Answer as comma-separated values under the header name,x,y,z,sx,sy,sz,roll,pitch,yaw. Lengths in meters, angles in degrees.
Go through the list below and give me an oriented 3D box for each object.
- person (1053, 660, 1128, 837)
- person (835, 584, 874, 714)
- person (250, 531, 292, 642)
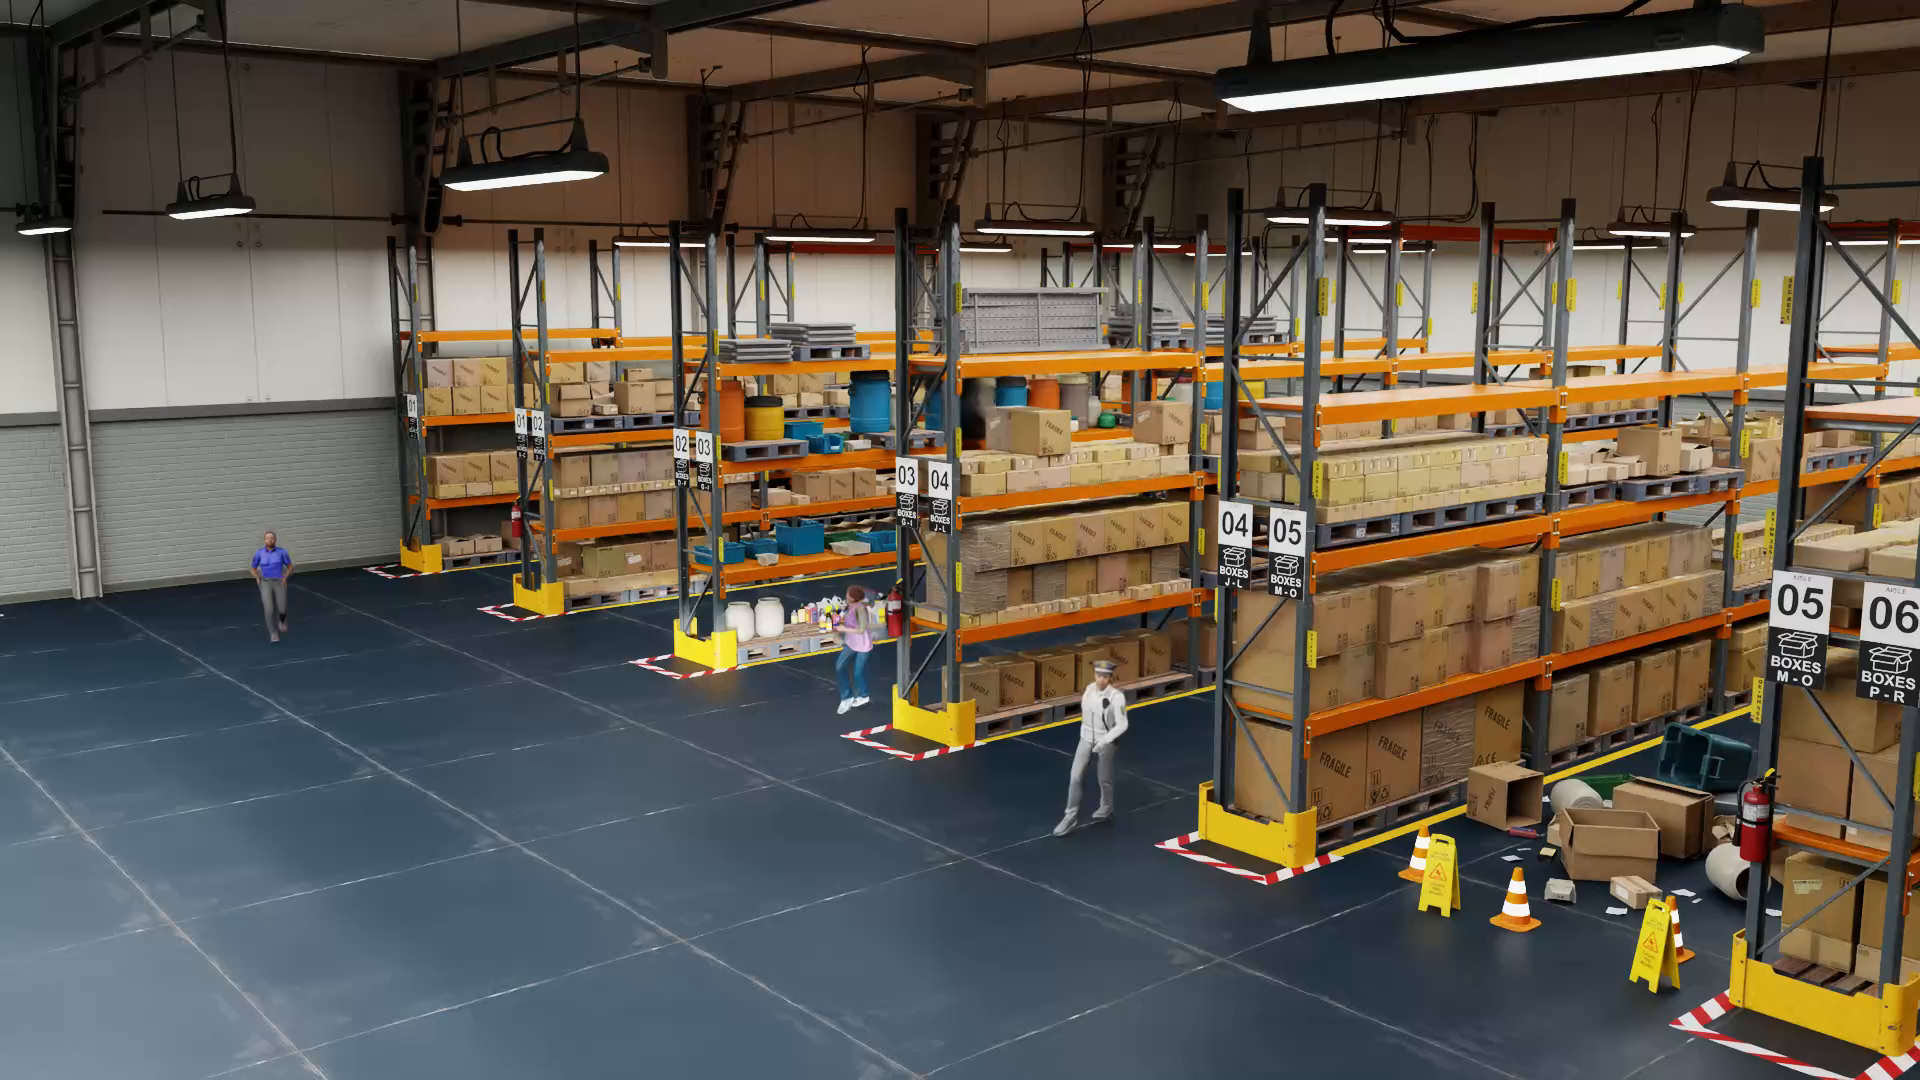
name,x,y,z,sx,sy,sz,roll,pitch,yaw
person,1.313,1.919,15.671,0.610,1.661,0.811,5,10,28
person,-1.264,1.306,20.081,0.605,1.577,0.578,-9,12,-44
person,-10.003,0.667,24.188,0.573,1.602,0.566,-3,9,-21
